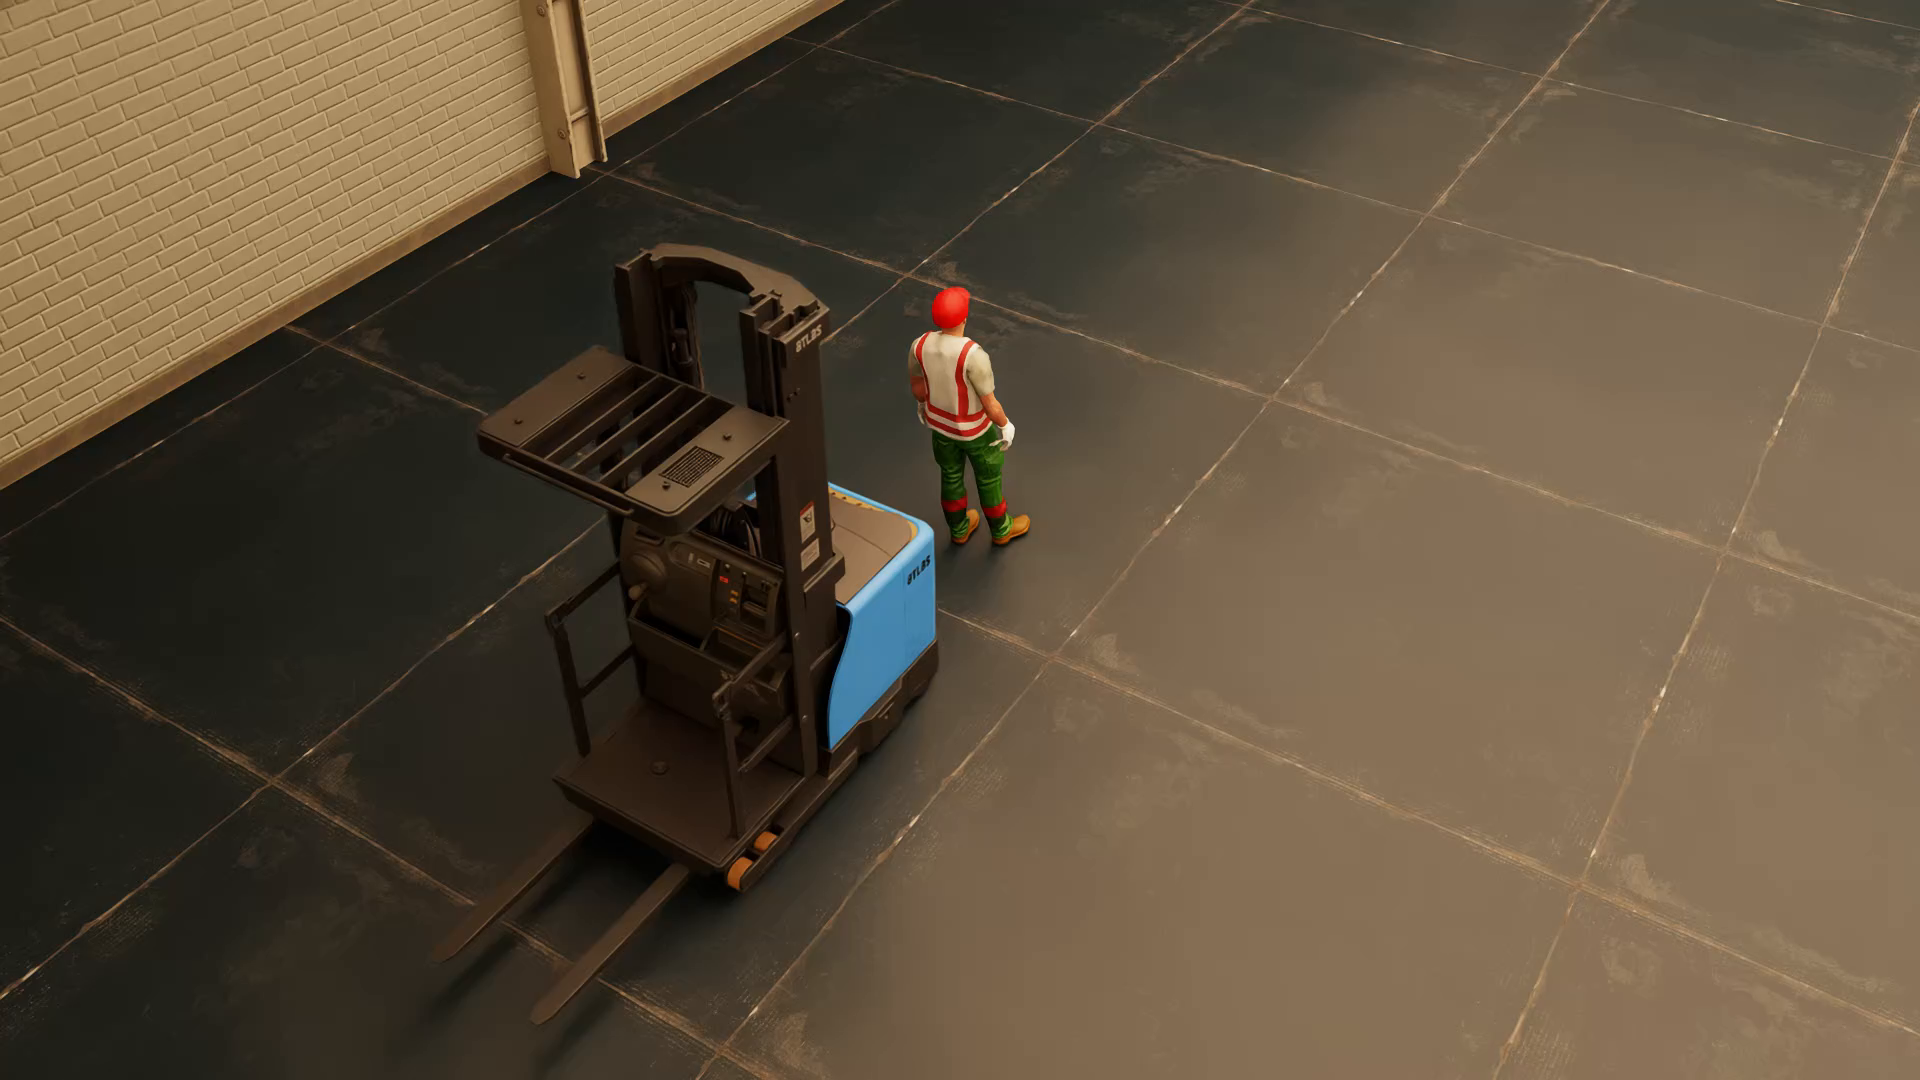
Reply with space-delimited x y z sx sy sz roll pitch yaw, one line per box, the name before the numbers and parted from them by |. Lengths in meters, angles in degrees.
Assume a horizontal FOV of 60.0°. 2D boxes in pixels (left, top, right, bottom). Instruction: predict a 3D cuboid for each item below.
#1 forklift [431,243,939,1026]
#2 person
forklift | -1.335 0.260 7.660 1.130 2.935 3.031 22 45 24
person | 0.054 -0.728 9.698 0.637 1.790 0.562 22 45 24
